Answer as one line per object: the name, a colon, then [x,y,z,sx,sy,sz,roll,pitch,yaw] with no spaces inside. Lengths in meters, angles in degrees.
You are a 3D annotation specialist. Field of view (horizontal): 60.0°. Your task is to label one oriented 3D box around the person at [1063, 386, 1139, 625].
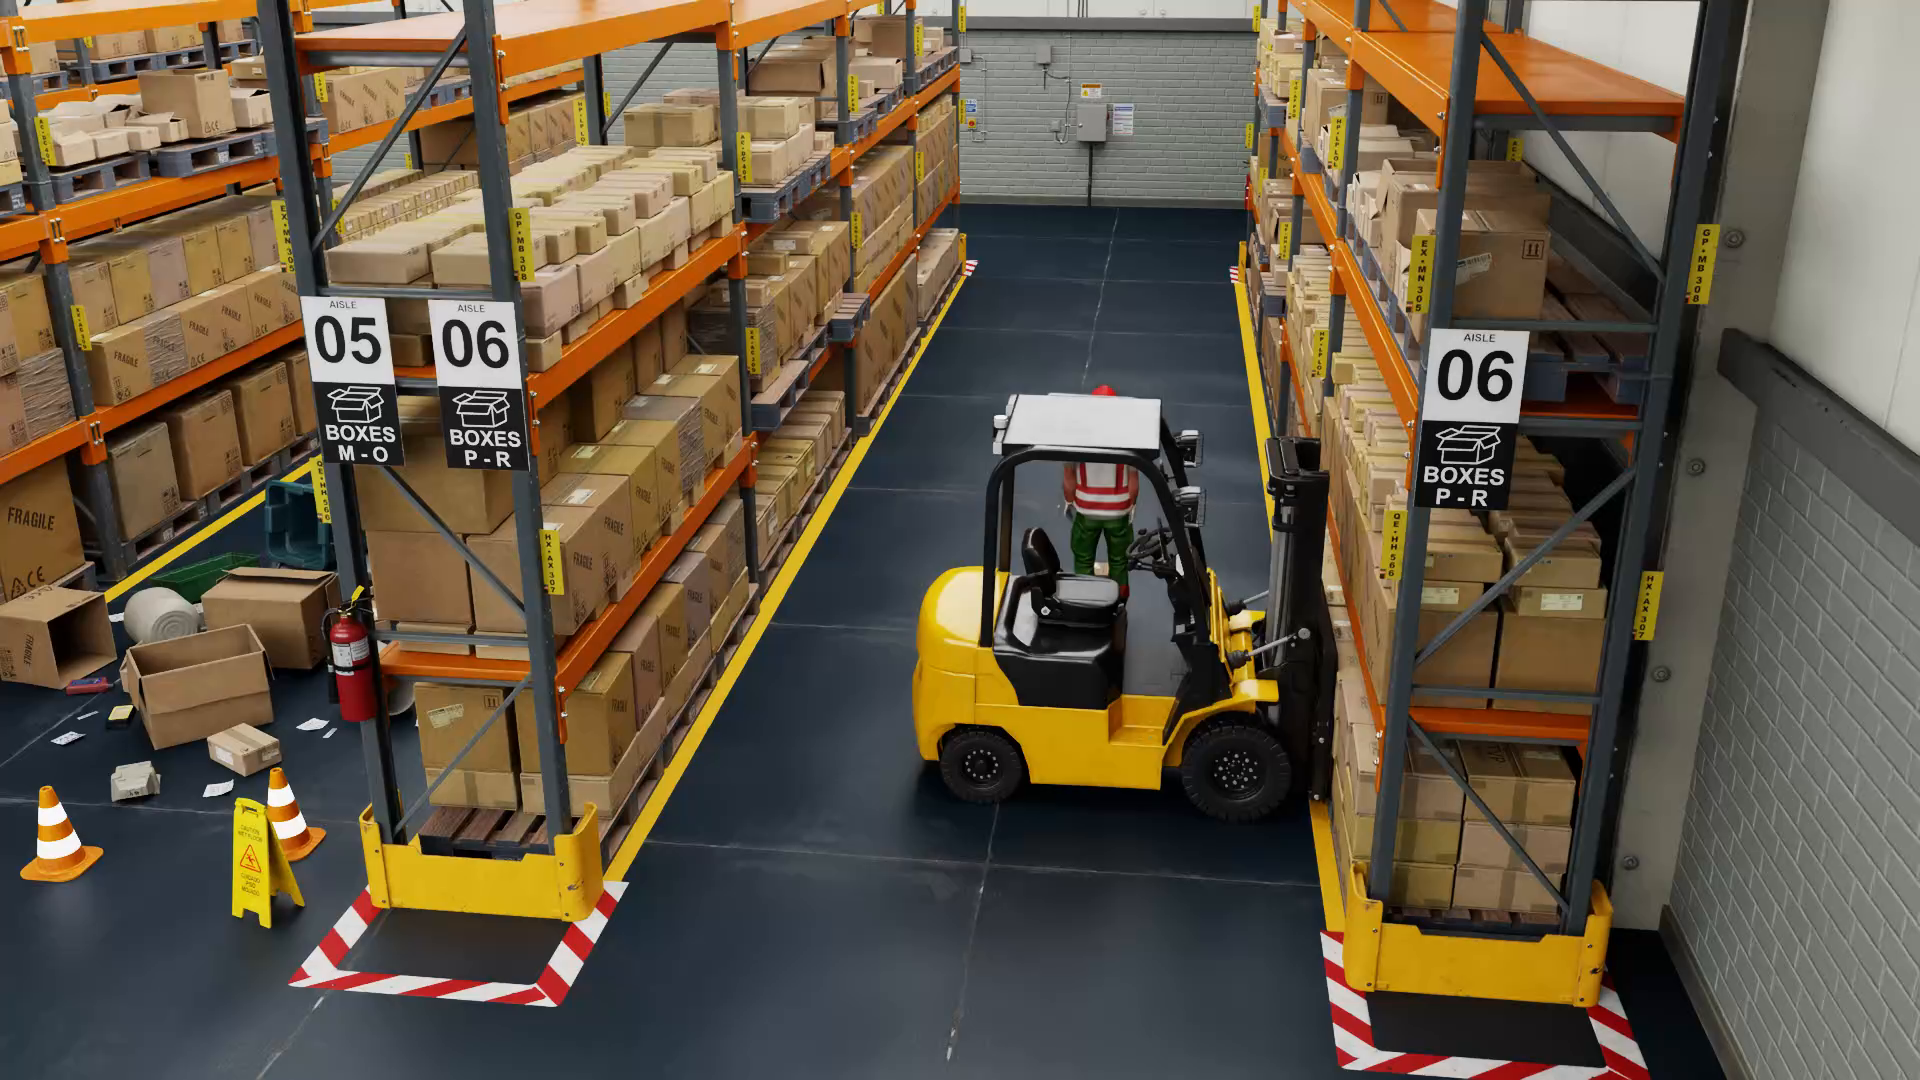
person: [0.982,-0.210,11.620,0.531,1.770,0.377,3,21,7]
